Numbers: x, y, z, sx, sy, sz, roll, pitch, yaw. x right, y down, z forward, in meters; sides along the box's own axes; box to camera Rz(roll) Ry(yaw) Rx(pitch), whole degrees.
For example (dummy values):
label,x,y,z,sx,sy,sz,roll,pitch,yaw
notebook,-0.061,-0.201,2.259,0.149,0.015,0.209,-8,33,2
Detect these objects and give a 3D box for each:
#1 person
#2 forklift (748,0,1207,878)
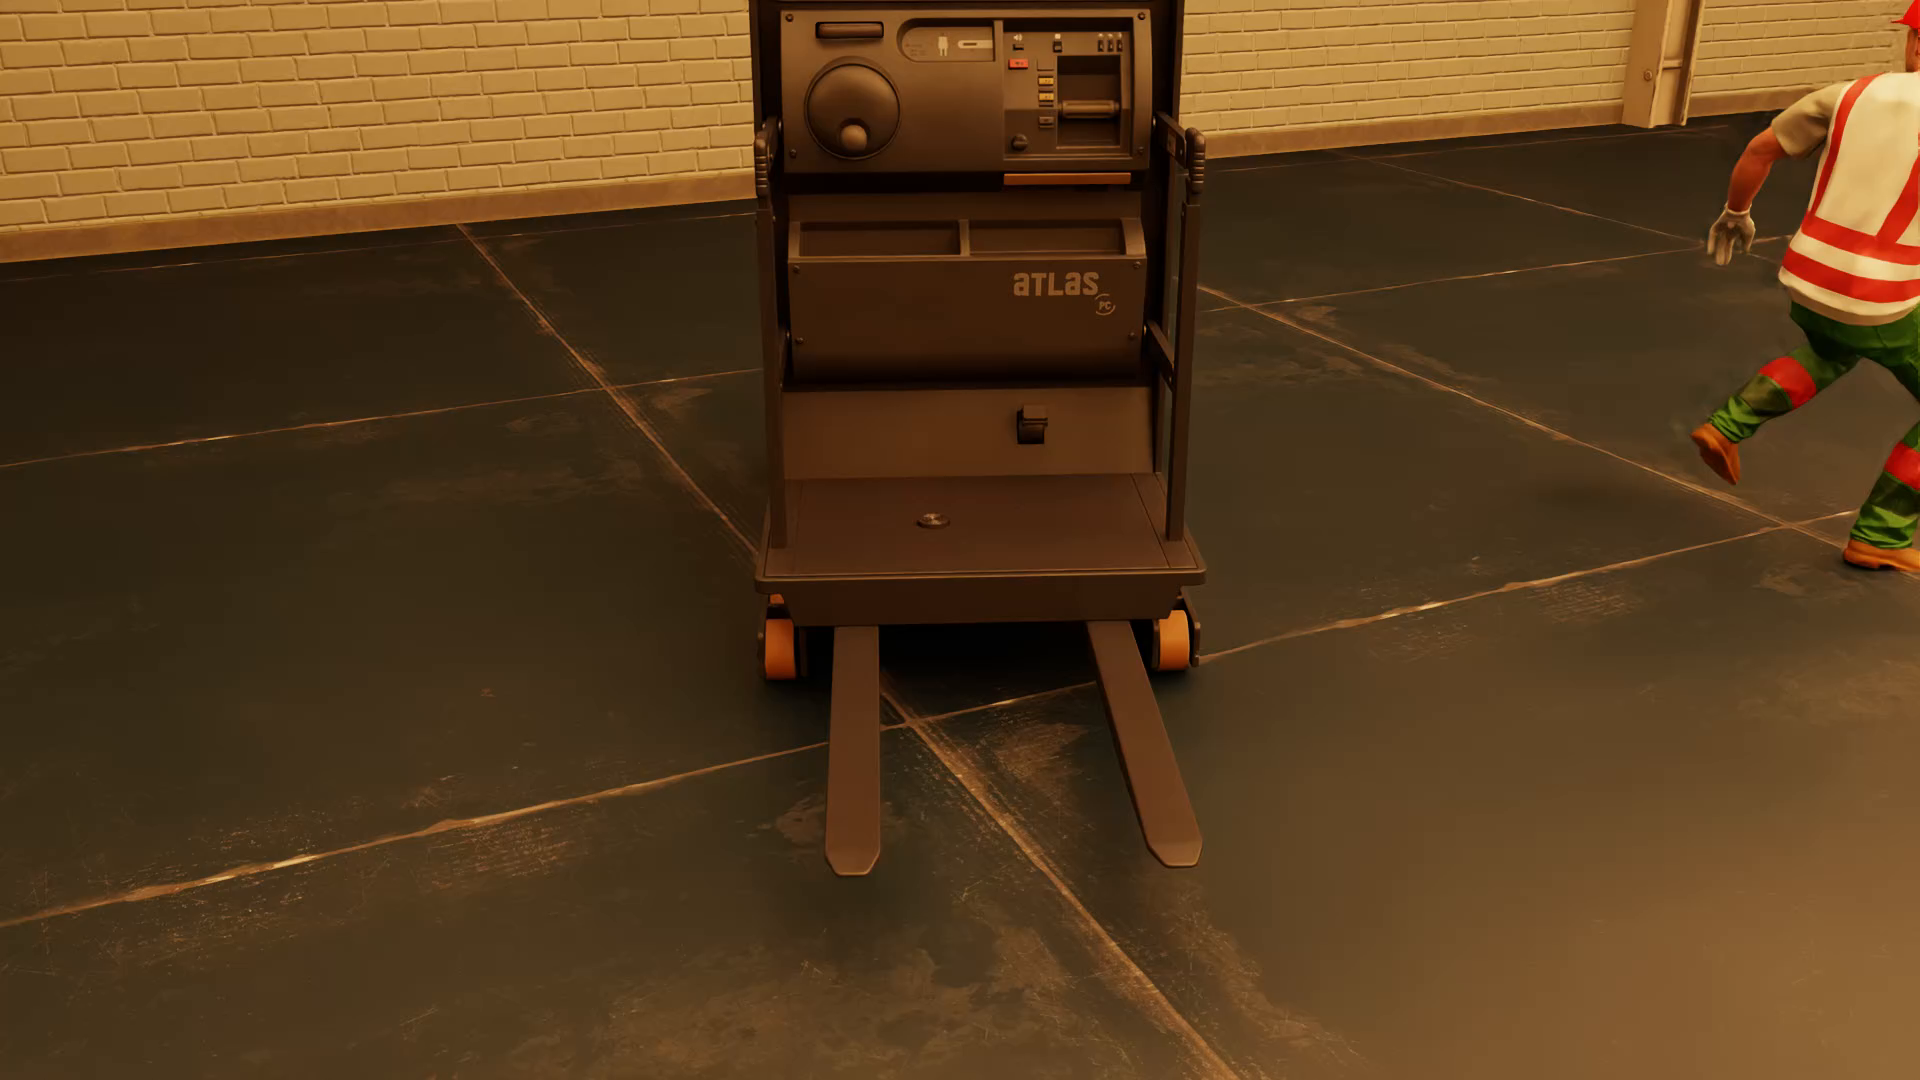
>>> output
label,x,y,z,sx,sy,sz,roll,pitch,yaw
person,2.664,-0.744,4.790,0.515,1.658,1.016,-9,24,-20
forklift,0.030,-1.120,3.982,1.130,2.935,3.031,-1,23,-3
